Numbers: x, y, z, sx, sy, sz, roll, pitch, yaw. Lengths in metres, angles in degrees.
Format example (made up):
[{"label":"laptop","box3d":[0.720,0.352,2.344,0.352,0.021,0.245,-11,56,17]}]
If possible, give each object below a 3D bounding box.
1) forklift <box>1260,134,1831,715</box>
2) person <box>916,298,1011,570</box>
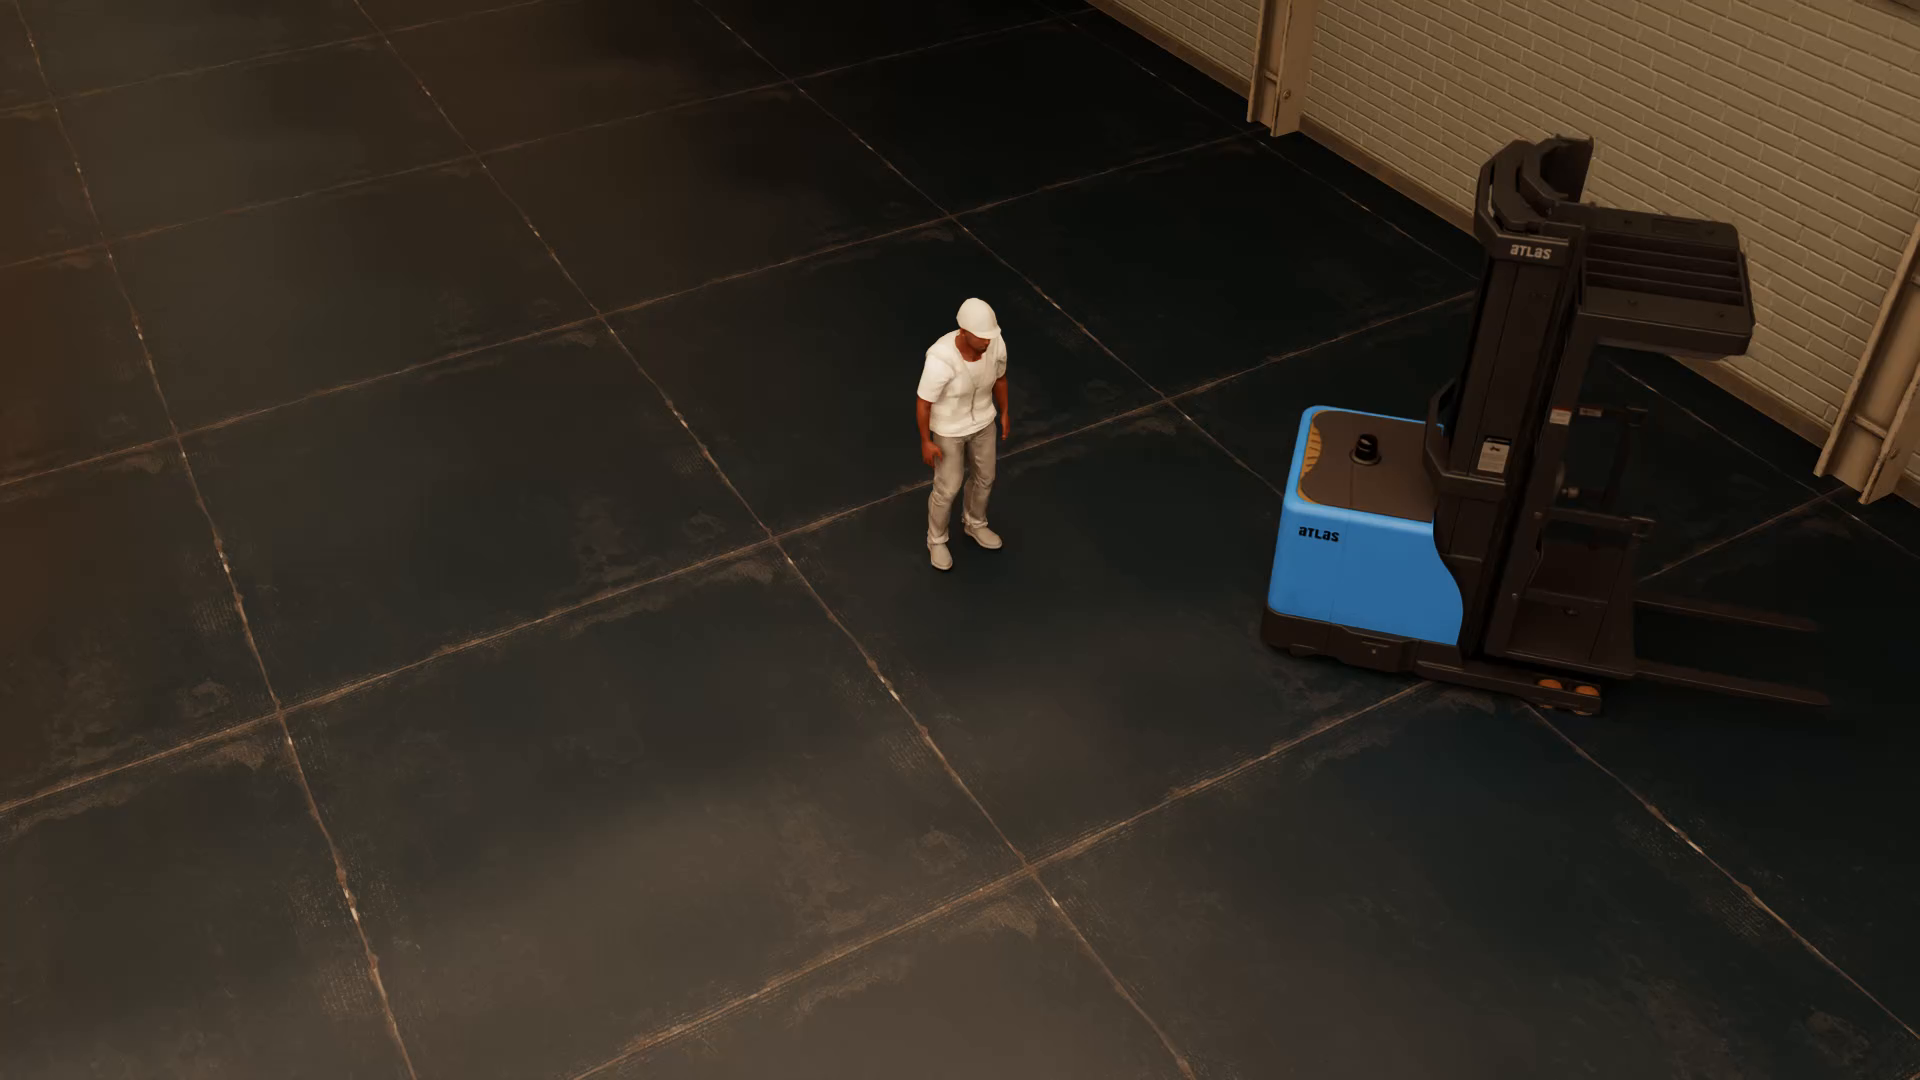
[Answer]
[{"label":"forklift","box3d":[3.304,-0.541,8.689,3.031,2.935,1.130,10,41,12]},{"label":"person","box3d":[0.037,-0.660,9.752,0.629,1.759,0.460,-23,45,-25]}]
